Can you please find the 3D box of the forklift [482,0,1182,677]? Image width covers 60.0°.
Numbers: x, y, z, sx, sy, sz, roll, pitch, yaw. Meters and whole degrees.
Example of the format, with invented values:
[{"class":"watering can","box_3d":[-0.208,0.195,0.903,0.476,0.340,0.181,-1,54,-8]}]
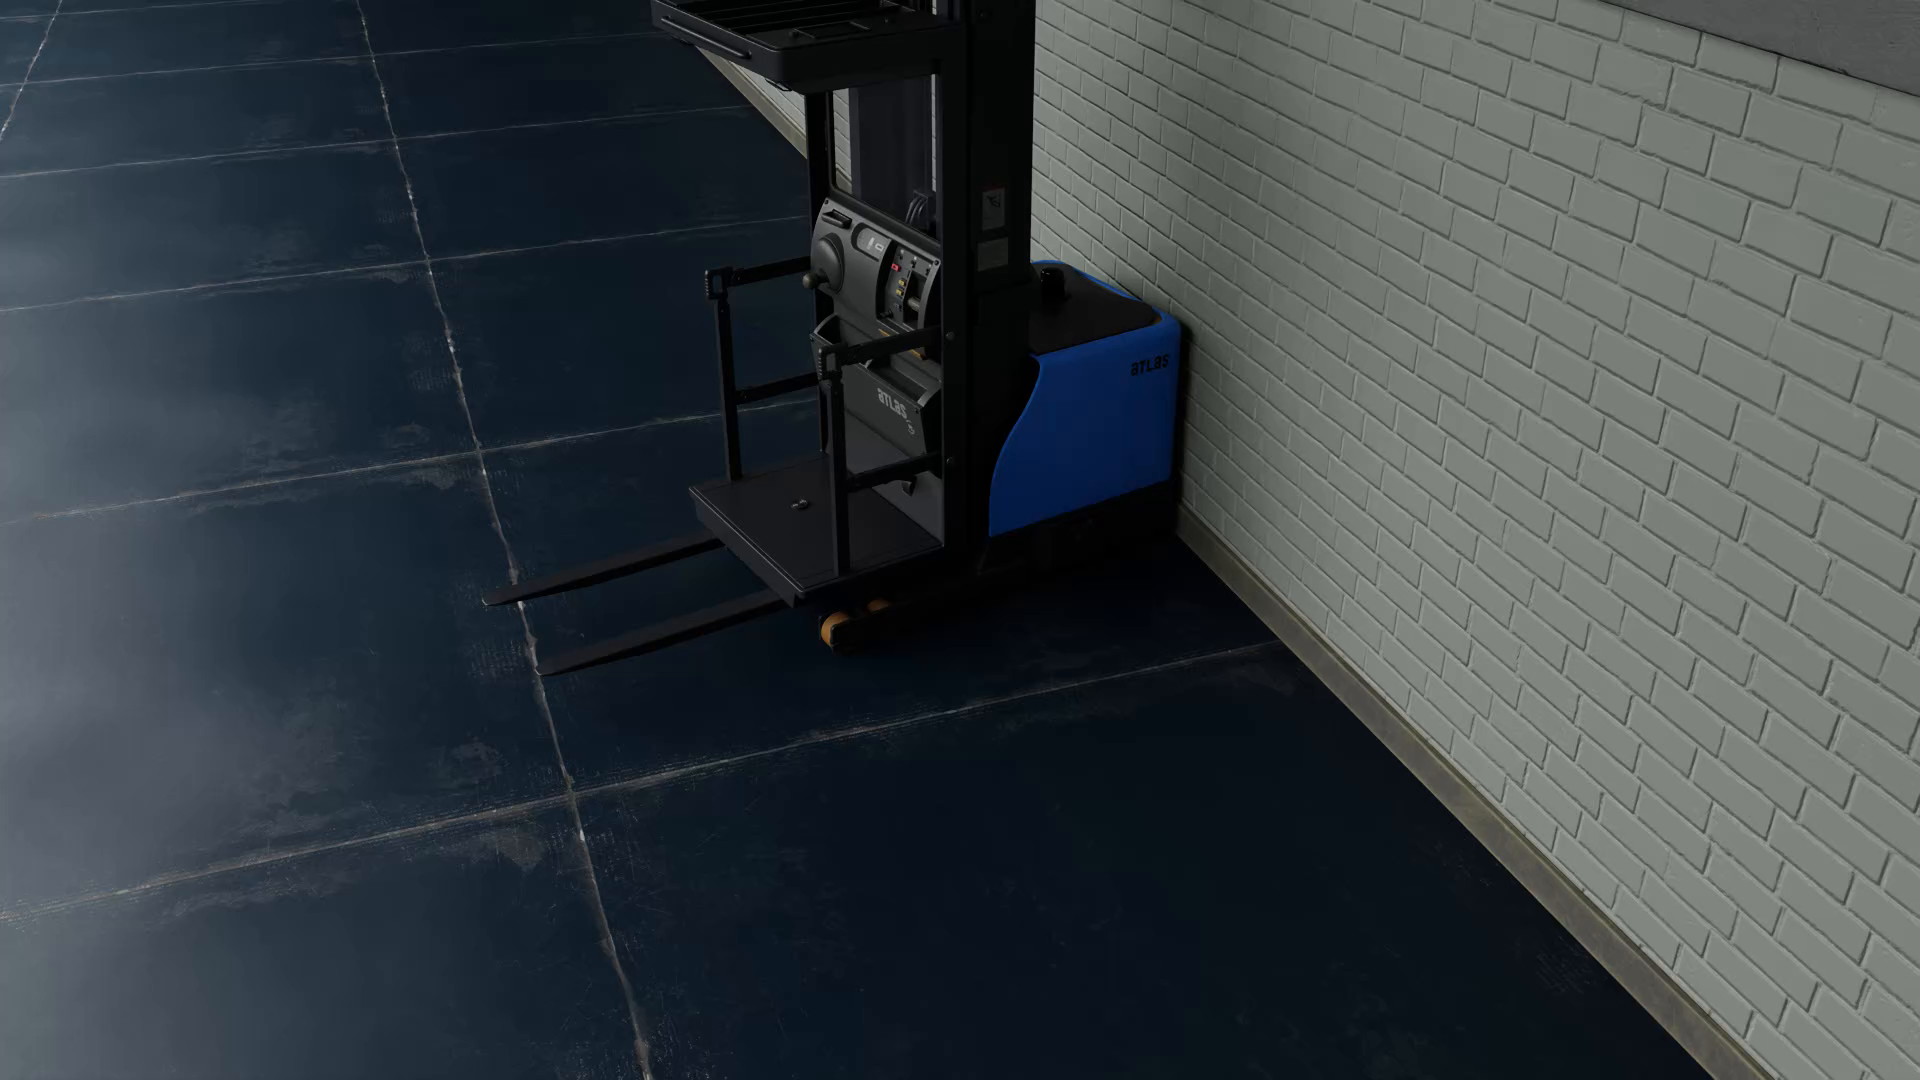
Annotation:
[{"class":"forklift","box_3d":[-0.527,-1.105,6.728,3.031,2.935,1.130,-18,34,-28]}]
